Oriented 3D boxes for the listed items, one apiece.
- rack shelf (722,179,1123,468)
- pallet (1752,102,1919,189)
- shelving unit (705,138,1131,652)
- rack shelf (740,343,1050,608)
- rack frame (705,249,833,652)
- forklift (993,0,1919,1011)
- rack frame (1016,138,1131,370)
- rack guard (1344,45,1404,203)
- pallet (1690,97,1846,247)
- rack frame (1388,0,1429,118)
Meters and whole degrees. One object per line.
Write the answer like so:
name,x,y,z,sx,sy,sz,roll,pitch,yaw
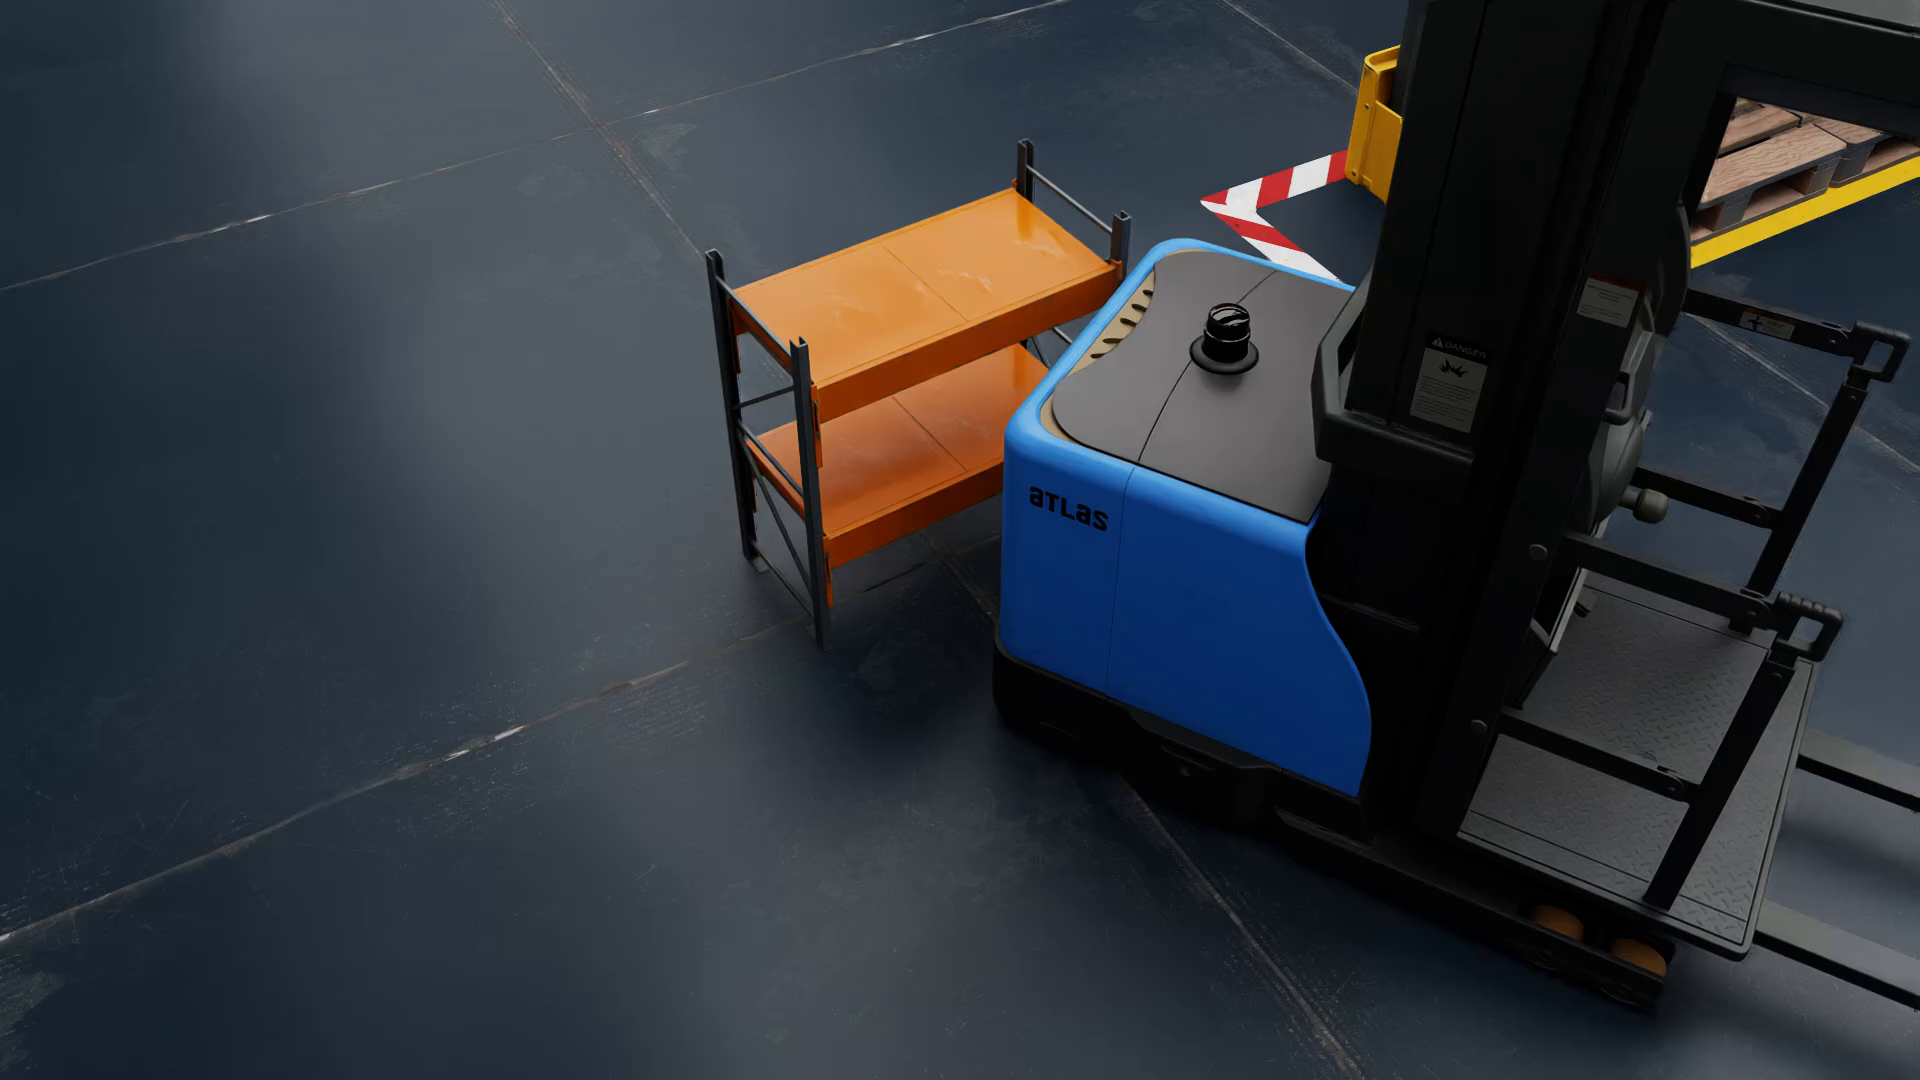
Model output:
rack shelf,-0.105,-0.630,4.671,1.000,0.278,0.538,-25,49,-23
pallet,3.791,-1.994,7.153,1.213,0.211,1.003,-22,48,-21
shelving unit,-0.105,-0.420,4.875,1.048,1.125,0.538,-25,49,-23
rack shelf,-0.105,-0.244,5.045,1.000,0.278,0.538,-25,49,-23
rack frame,-0.528,-0.224,4.673,0.032,1.125,0.500,-25,49,-23
forklift,1.632,-0.343,3.499,3.031,2.935,1.130,21,48,20
rack frame,0.318,-0.616,5.077,0.032,1.125,0.500,-25,49,-23
rack guard,1.985,-1.398,6.332,0.348,0.500,1.175,-22,48,-21
pallet,2.734,-1.573,6.720,1.213,0.211,1.003,-22,48,-21
rack frame,2.000,-2.311,5.478,0.127,3.000,1.000,-22,48,-21
